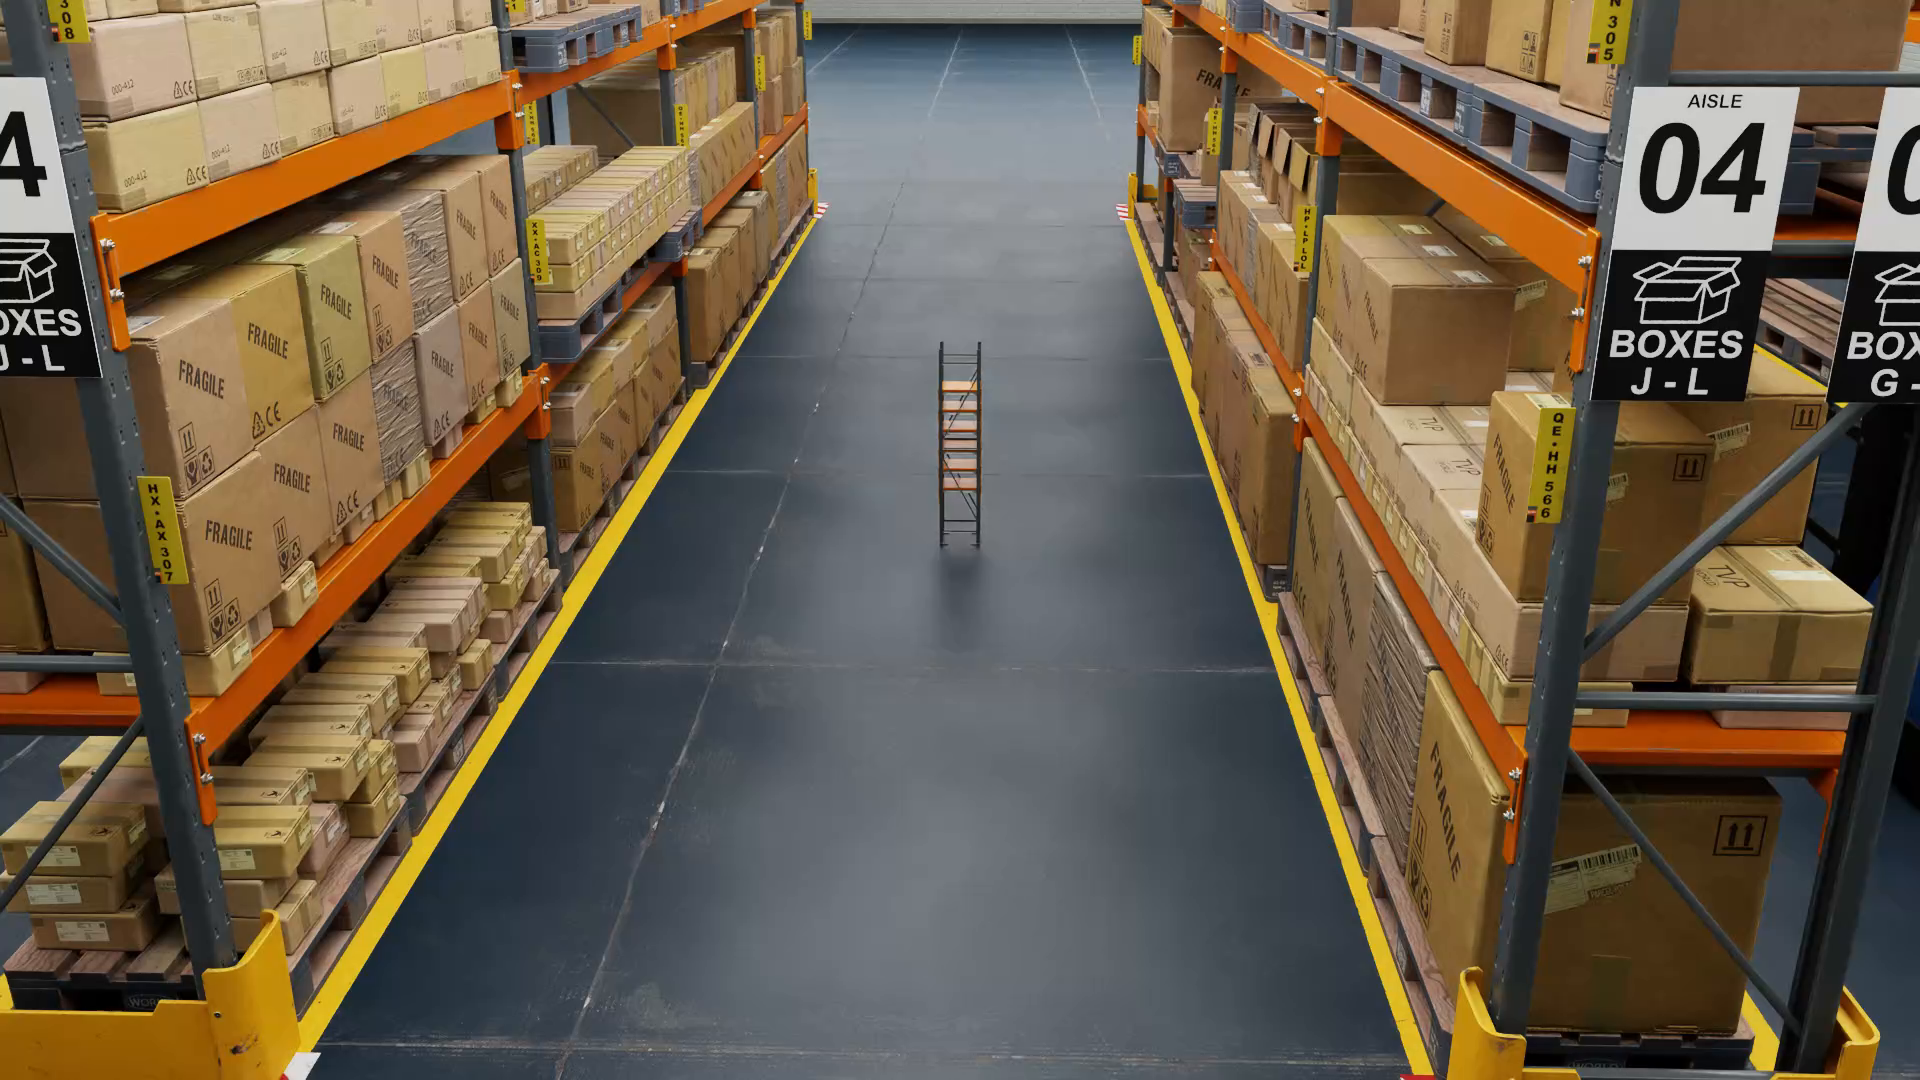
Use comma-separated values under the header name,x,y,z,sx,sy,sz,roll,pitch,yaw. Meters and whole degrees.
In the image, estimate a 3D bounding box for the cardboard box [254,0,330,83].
name,x,y,z,sx,sy,sz,roll,pitch,yaw
cardboard box,-2.508,-1.717,5.677,0.500,0.250,0.500,1,21,2

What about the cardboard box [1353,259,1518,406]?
name,x,y,z,sx,sy,sz,roll,pitch,yaw
cardboard box,1.949,-0.865,6.872,0.500,0.500,0.500,0,21,0

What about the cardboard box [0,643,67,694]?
name,x,y,z,sx,sy,sz,roll,pitch,yaw
cardboard box,-3.096,0.368,5.281,0.380,0.149,0.250,1,21,2

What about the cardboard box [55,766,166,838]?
name,x,y,z,sx,sy,sz,roll,pitch,yaw
cardboard box,-2.995,0.943,5.989,0.380,0.149,0.250,1,21,3

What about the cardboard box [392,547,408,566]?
name,x,y,z,sx,sy,sz,roll,pitch,yaw
cardboard box,-2.945,0.095,8.176,0.380,0.149,0.250,0,21,1

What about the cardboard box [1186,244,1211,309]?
name,x,y,z,sx,sy,sz,roll,pitch,yaw
cardboard box,2.406,-2.319,14.707,0.700,0.500,0.500,-1,21,-3

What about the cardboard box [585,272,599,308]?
name,x,y,z,sx,sy,sz,roll,pitch,yaw
cardboard box,-2.227,-1.391,9.234,0.380,0.149,0.250,1,21,2

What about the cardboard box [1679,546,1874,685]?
name,x,y,z,sx,sy,sz,roll,pitch,yaw
cardboard box,2.416,0.224,5.102,0.500,0.250,0.500,0,21,0

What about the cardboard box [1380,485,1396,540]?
name,x,y,z,sx,sy,sz,roll,pitch,yaw
cardboard box,1.860,-0.105,6.500,0.380,0.149,0.250,1,21,3

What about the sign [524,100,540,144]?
name,x,y,z,sx,sy,sz,roll,pitch,yaw
sign,-3.135,-3.065,12.182,0.100,0.325,0.005,1,21,2

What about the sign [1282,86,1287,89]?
name,x,y,z,sx,sy,sz,roll,pitch,yaw
sign,3.051,-4.411,15.650,0.100,0.325,0.005,1,21,2

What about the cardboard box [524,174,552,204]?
name,x,y,z,sx,sy,sz,roll,pitch,yaw
cardboard box,-2.826,-2.237,10.591,0.380,0.149,0.250,1,21,3

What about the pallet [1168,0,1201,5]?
name,x,y,z,sx,sy,sz,roll,pitch,yaw
pallet,2.343,-4.590,13.824,1.213,0.211,1.003,1,21,2

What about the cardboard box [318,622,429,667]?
name,x,y,z,sx,sy,sz,roll,pitch,yaw
cardboard box,-2.535,0.474,7.199,0.380,0.149,0.250,1,21,2

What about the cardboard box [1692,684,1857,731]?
name,x,y,z,sx,sy,sz,roll,pitch,yaw
cardboard box,2.472,0.455,5.056,0.380,0.149,0.250,1,21,2

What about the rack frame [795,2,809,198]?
name,x,y,z,sx,sy,sz,roll,pitch,yaw
rack frame,-2.337,-5.413,19.834,1.000,3.000,0.127,1,21,2

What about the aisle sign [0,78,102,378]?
name,x,y,z,sx,sy,sz,roll,pitch,yaw
aisle sign,-2.526,-0.811,4.377,0.394,0.787,0.004,1,21,2

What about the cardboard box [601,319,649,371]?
name,x,y,z,sx,sy,sz,roll,pitch,yaw
cardboard box,-2.374,-1.284,11.031,0.500,0.250,0.500,1,21,3

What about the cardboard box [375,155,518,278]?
name,x,y,z,sx,sy,sz,roll,pitch,yaw
cardboard box,-2.446,-1.553,7.953,0.500,0.500,0.500,0,21,0

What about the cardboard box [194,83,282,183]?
name,x,y,z,sx,sy,sz,roll,pitch,yaw
cardboard box,-2.534,-1.307,5.310,0.500,0.250,0.500,1,21,3

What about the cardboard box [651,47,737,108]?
name,x,y,z,sx,sy,sz,roll,pitch,yaw
cardboard box,-2.467,-4.300,15.445,0.700,0.500,0.500,0,21,1

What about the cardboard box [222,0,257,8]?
name,x,y,z,sx,sy,sz,roll,pitch,yaw
cardboard box,-2.471,-1.767,5.256,0.380,0.149,0.250,1,21,2

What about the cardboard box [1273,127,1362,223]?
name,x,y,z,sx,sy,sz,roll,pitch,yaw
cardboard box,2.300,-2.202,10.031,0.797,0.503,0.637,1,21,3

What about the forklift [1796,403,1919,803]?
name,x,y,z,sx,sy,sz,roll,pitch,yaw
forklift,4.662,-0.675,7.718,1.130,2.935,3.031,1,21,3

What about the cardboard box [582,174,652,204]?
name,x,y,z,sx,sy,sz,roll,pitch,yaw
cardboard box,-2.178,-2.227,10.566,0.380,0.149,0.250,2,21,4

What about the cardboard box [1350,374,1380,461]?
name,x,y,z,sx,sy,sz,roll,pitch,yaw
cardboard box,1.947,-0.518,7.013,0.500,0.250,0.500,1,21,3

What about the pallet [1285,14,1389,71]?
name,x,y,z,sx,sy,sz,roll,pitch,yaw
pallet,2.232,-2.625,8.764,0.805,0.209,1.217,0,21,-1

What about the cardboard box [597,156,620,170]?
name,x,y,z,sx,sy,sz,roll,pitch,yaw
cardboard box,-2.835,-2.733,12.788,0.500,0.500,0.500,1,21,2

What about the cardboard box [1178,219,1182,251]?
name,x,y,z,sx,sy,sz,roll,pitch,yaw
cardboard box,2.558,-3.258,17.153,0.500,0.500,0.500,8,22,19

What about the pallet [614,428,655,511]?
name,x,y,z,sx,sy,sz,roll,pitch,yaw
pallet,-2.645,-0.498,11.021,1.003,0.211,1.213,1,21,2

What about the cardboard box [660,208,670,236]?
name,x,y,z,sx,sy,sz,roll,pitch,yaw
cardboard box,-2.163,-2.143,11.173,0.380,0.149,0.250,0,21,1

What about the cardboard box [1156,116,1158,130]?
name,x,y,z,sx,sy,sz,roll,pitch,yaw
cardboard box,2.269,-4.382,17.523,0.380,0.149,0.250,1,21,2

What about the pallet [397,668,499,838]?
name,x,y,z,sx,sy,sz,roll,pitch,yaw
pallet,-2.721,0.911,7.389,1.003,0.211,1.213,1,21,2

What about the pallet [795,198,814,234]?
name,x,y,z,sx,sy,sz,roll,pitch,yaw
pallet,-2.283,-3.823,19.591,1.003,0.211,1.213,1,21,2

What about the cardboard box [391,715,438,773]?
name,x,y,z,sx,sy,sz,roll,pitch,yaw
cardboard box,-2.436,0.860,7.026,0.380,0.149,0.250,0,21,-1

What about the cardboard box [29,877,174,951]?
name,x,y,z,sx,sy,sz,roll,pitch,yaw
cardboard box,-3.016,1.312,5.860,0.380,0.149,0.250,1,21,3

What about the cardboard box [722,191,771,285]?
name,x,y,z,sx,sy,sz,roll,pitch,yaw
cardboard box,-2.387,-2.889,15.856,1.050,0.750,0.750,1,21,1

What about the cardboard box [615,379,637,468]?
name,x,y,z,sx,sy,sz,roll,pitch,yaw
cardboard box,-2.397,-0.750,10.690,0.500,0.500,0.500,1,21,3

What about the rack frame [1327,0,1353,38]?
name,x,y,z,sx,sy,sz,roll,pitch,yaw
rack frame,2.253,-3.780,7.332,1.000,3.000,0.127,1,21,2

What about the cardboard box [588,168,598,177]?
name,x,y,z,sx,sy,sz,roll,pitch,yaw
cardboard box,-2.795,-2.566,11.850,0.380,0.149,0.250,2,21,4

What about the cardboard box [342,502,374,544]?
name,x,y,z,sx,sy,sz,roll,pitch,yaw
cardboard box,-2.518,-0.096,6.476,0.380,0.149,0.250,0,21,1

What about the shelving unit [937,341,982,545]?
name,x,y,z,sx,sy,sz,roll,pitch,yaw
shelving unit,0.000,-0.565,9.825,0.258,1.200,0.189,1,21,2

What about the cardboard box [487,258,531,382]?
name,x,y,z,sx,sy,sz,roll,pitch,yaw
cardboard box,-2.434,-1.082,8.121,0.500,0.500,0.500,1,21,2

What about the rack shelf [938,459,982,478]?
name,x,y,z,sx,sy,sz,roll,pitch,yaw
rack shelf,0.000,-0.411,9.885,0.258,0.103,0.180,1,21,2

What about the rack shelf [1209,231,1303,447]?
name,x,y,z,sx,sy,sz,roll,pitch,yaw
rack shelf,2.314,-1.371,10.411,1.077,0.370,4.000,1,21,2

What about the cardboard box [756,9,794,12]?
name,x,y,z,sx,sy,sz,roll,pitch,yaw
cardboard box,-2.387,-5.853,19.267,0.875,0.550,0.550,1,21,2

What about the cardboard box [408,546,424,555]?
name,x,y,z,sx,sy,sz,roll,pitch,yaw
cardboard box,-2.950,0.140,8.470,0.380,0.149,0.250,1,21,2

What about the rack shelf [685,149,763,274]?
name,x,y,z,sx,sy,sz,roll,pitch,yaw
rack shelf,-2.519,-2.909,14.373,1.077,0.370,4.000,1,21,2

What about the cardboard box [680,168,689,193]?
name,x,y,z,sx,sy,sz,roll,pitch,yaw
cardboard box,-2.140,-2.554,11.821,0.380,0.149,0.250,1,21,3

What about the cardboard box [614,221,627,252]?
name,x,y,z,sx,sy,sz,roll,pitch,yaw
cardboard box,-2.203,-1.808,9.897,0.380,0.149,0.250,1,21,4

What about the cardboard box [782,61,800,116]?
name,x,y,z,sx,sy,sz,roll,pitch,yaw
cardboard box,-2.297,-5.149,18.946,0.875,0.550,0.550,1,21,2

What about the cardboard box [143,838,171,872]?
name,x,y,z,sx,sy,sz,roll,pitch,yaw
cardboard box,-3.031,1.078,6.052,0.380,0.149,0.250,0,21,0

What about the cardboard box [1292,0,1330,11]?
name,x,y,z,sx,sy,sz,roll,pitch,yaw
cardboard box,2.334,-3.333,9.603,0.797,0.503,0.637,0,21,1

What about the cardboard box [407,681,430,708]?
name,x,y,z,sx,sy,sz,roll,pitch,yaw
cardboard box,-2.553,0.607,7.267,0.380,0.149,0.250,2,21,4

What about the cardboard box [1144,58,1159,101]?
name,x,y,z,sx,sy,sz,roll,pitch,yaw
cardboard box,2.574,-5.309,19.015,0.875,0.500,0.500,1,21,2

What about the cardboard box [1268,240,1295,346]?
name,x,y,z,sx,sy,sz,roll,pitch,yaw
cardboard box,2.016,-1.381,9.303,0.500,0.500,0.500,1,21,3
